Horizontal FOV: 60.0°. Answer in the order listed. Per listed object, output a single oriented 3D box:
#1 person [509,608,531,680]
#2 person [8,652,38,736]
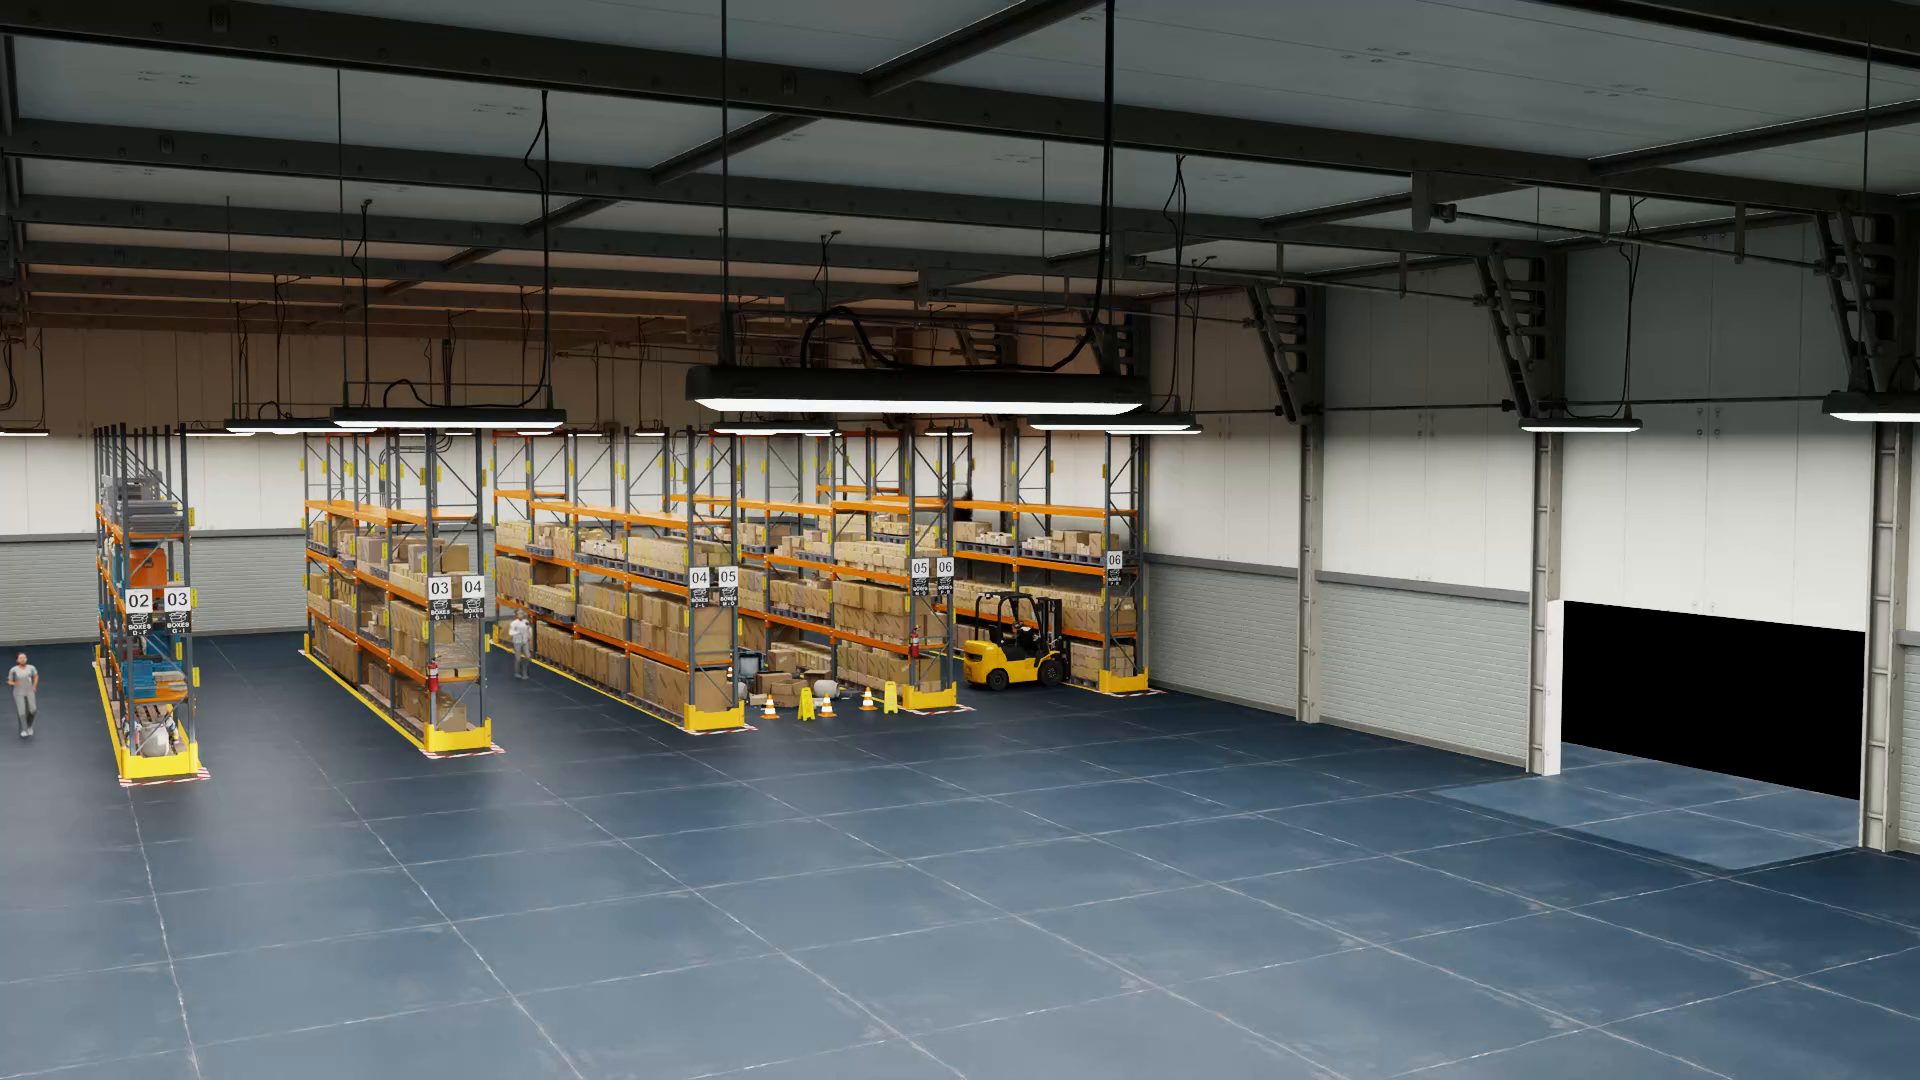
[{"bbox_3d":[-10.445,2.482,39.612,0.592,1.734,0.684,-2,4,-30],"label":"person"},{"bbox_3d":[-17.918,2.962,31.861,0.544,1.629,0.605,-3,4,-38],"label":"person"}]
